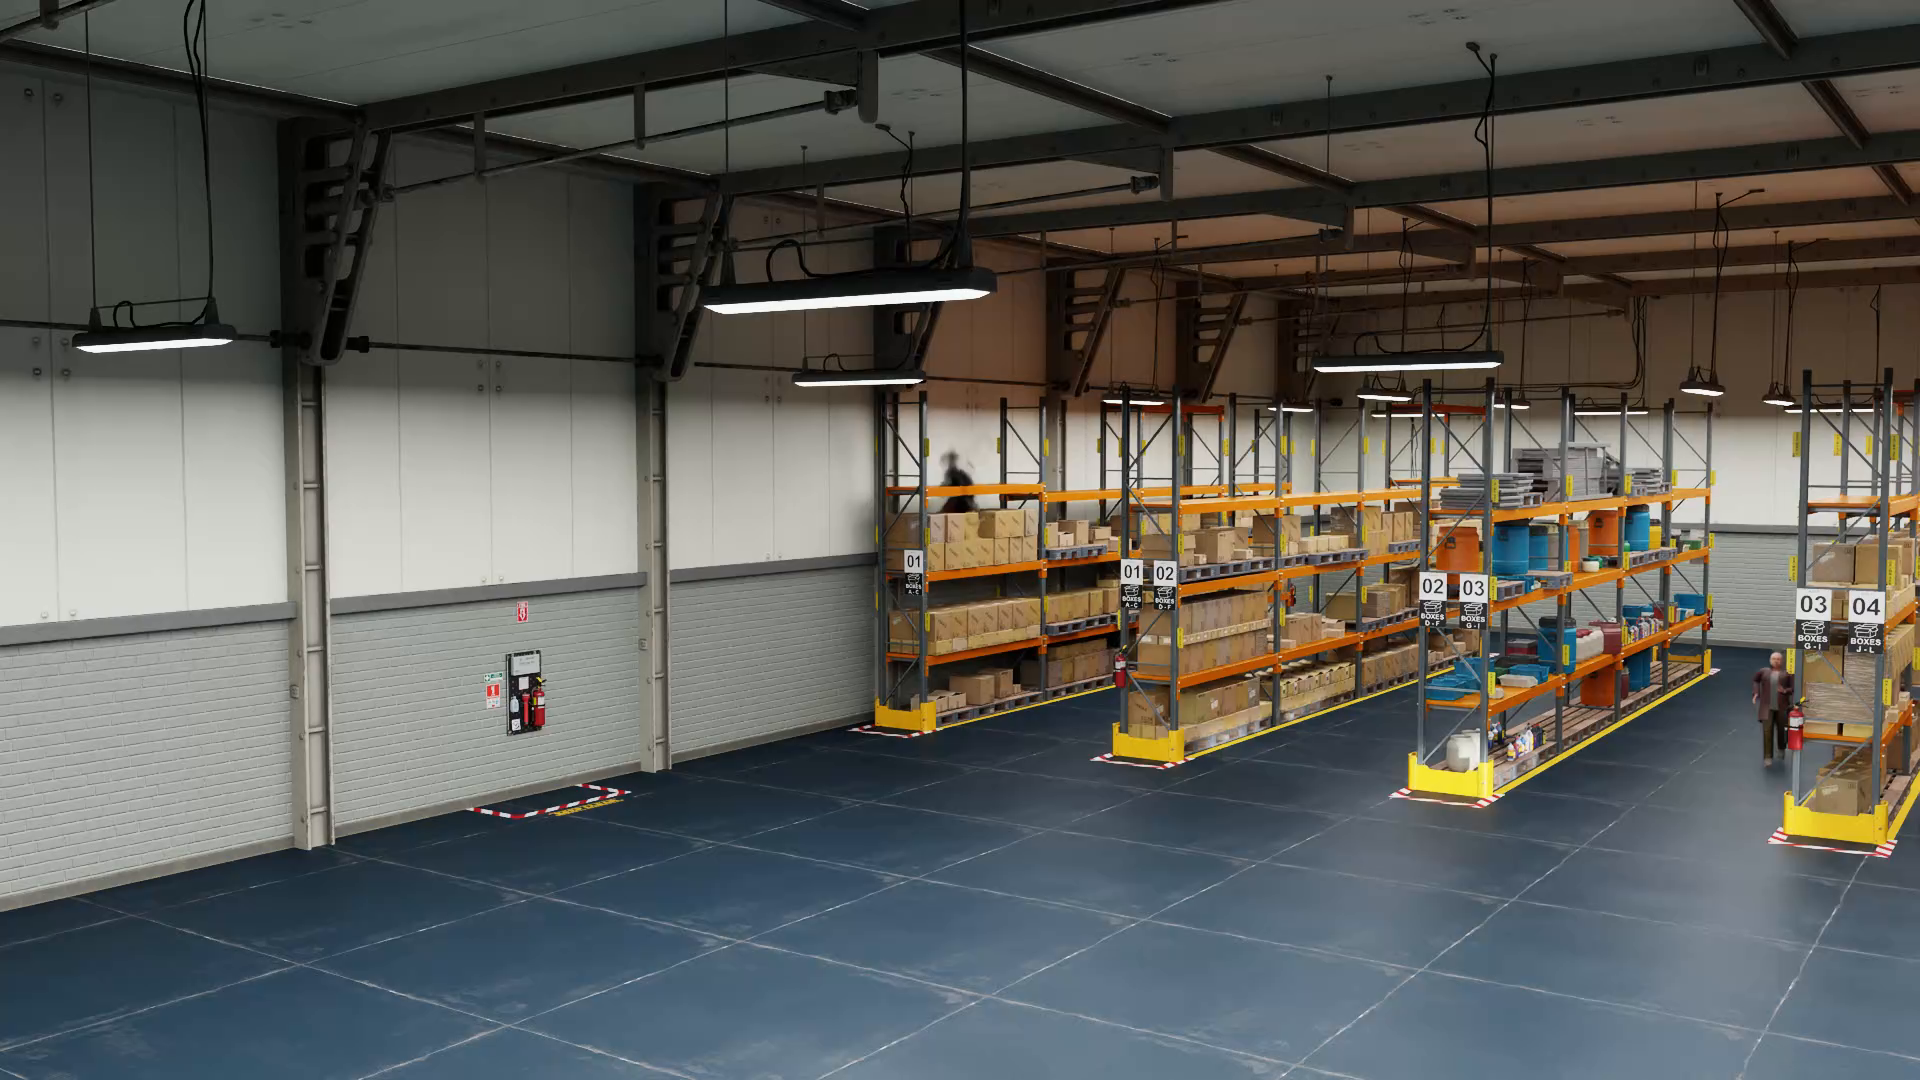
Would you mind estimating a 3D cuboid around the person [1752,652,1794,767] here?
[{"bbox_3d":[12.797,2.641,26.117,0.708,1.754,1.007,2,4,29],"label":"person"}]
